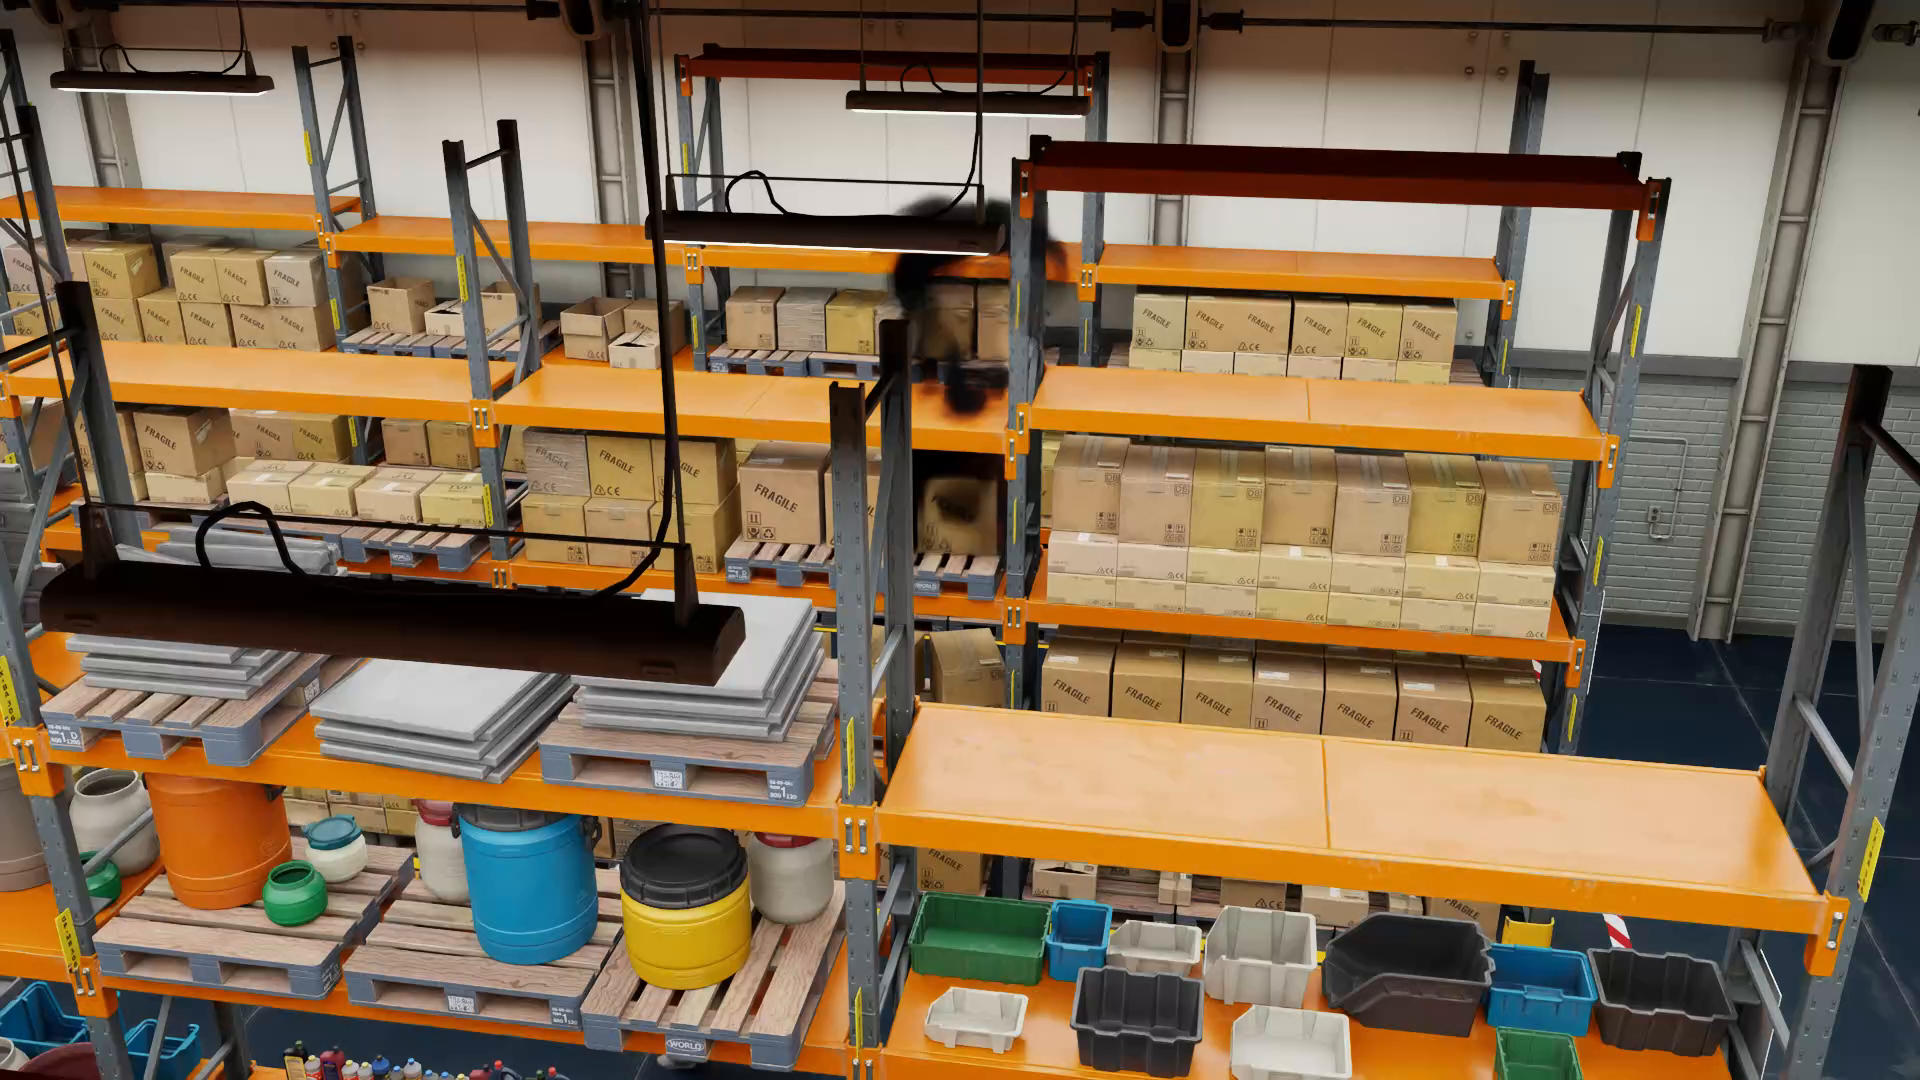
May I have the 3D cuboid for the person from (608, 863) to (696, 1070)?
[{"bbox_3d":[-2.002,2.932,11.330,0.740,1.706,0.650,3,23,7],"label":"person"}]
